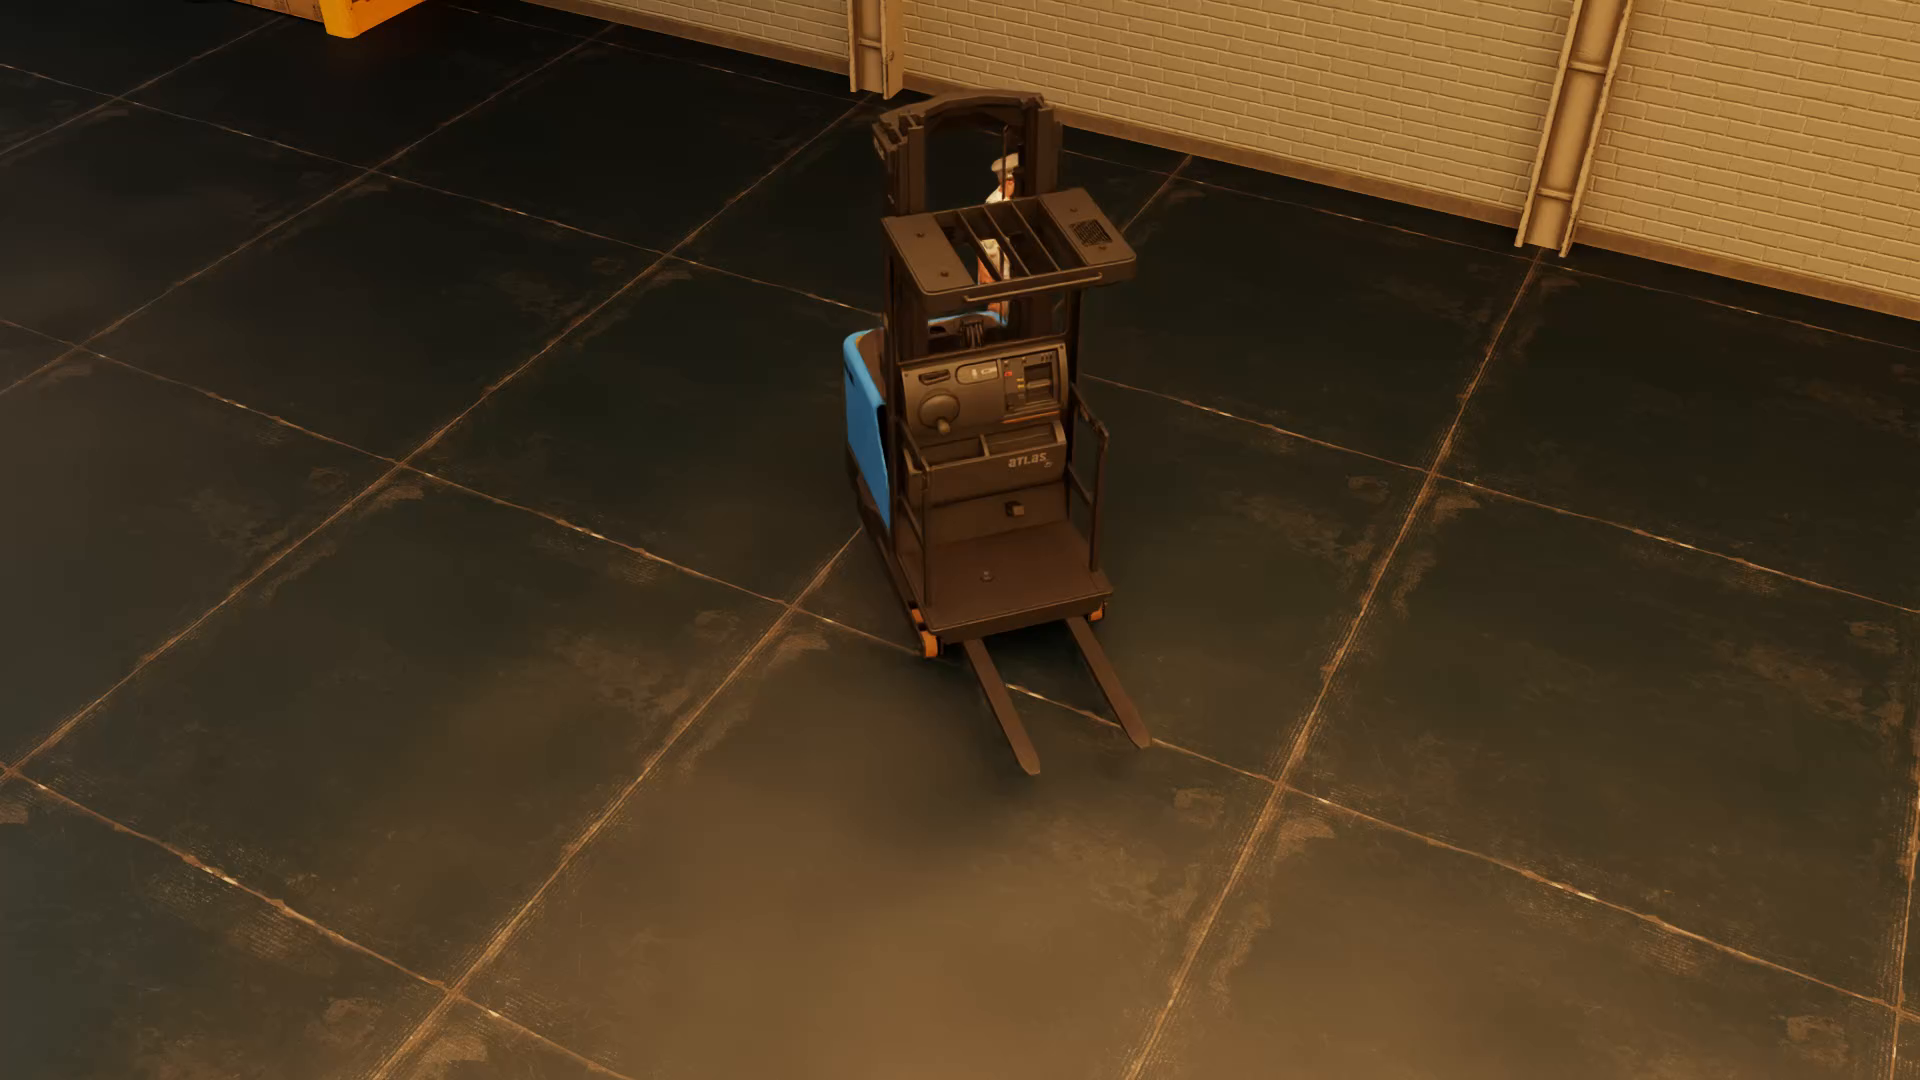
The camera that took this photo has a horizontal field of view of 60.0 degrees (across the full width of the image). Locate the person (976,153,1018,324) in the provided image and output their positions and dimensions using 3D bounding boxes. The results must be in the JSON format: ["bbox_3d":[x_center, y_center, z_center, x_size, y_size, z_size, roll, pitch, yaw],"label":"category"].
[{"bbox_3d":[0.382,-1.694,10.896,0.497,1.773,0.664,16,43,18],"label":"person"}]

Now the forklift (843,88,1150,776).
[{"bbox_3d":[0.209,-0.743,8.869,1.130,2.935,3.031,-12,42,-14],"label":"forklift"}]
